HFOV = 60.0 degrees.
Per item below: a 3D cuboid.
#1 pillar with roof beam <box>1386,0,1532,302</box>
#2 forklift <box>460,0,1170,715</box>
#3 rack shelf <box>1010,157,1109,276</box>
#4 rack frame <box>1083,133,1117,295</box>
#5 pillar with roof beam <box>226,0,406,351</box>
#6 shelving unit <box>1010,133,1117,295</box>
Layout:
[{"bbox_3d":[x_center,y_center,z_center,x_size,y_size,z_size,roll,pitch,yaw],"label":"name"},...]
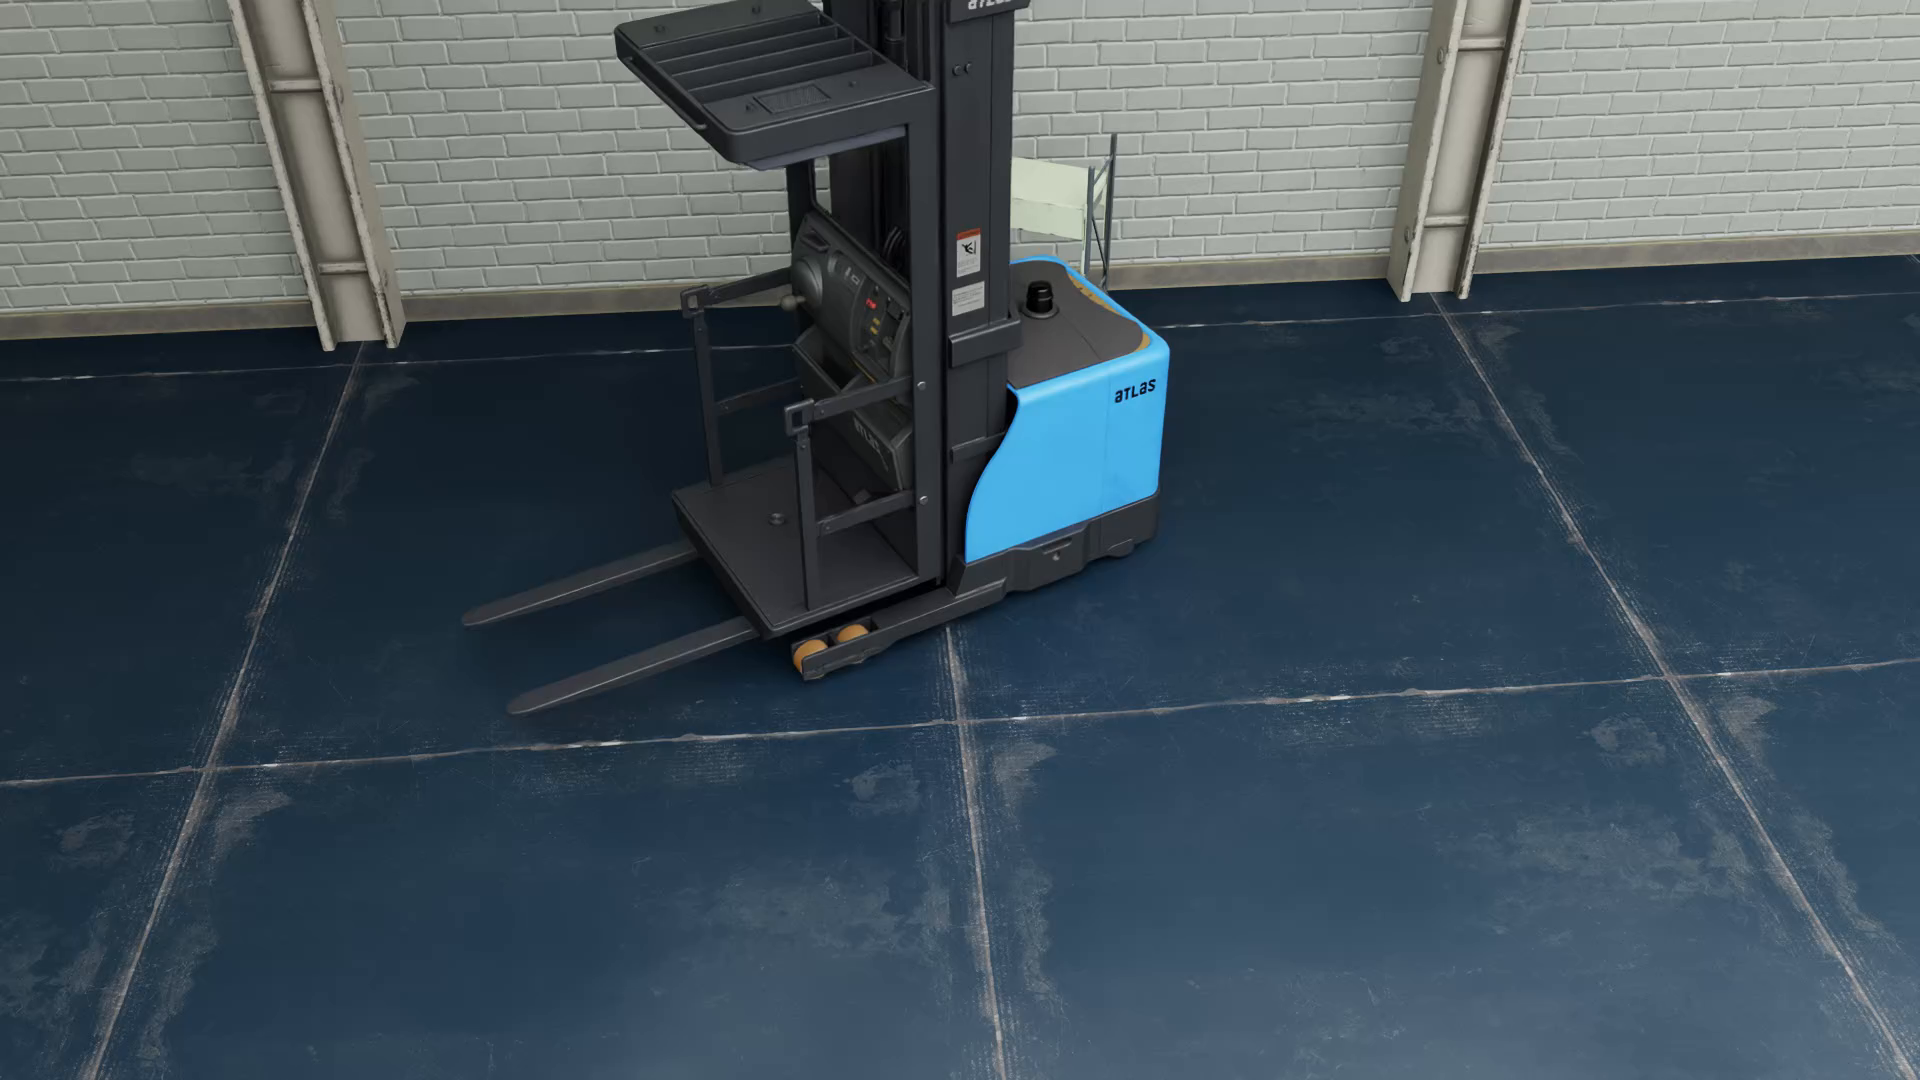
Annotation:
[{"bbox_3d":[3.073,-2.341,3.452,0.400,9.000,9.100,-3,38,-4],"label":"pillar with roof beam"},{"bbox_3d":[-0.620,-0.939,6.574,3.031,2.935,1.130,-20,42,-23],"label":"forklift"},{"bbox_3d":[0.309,-1.571,7.900,0.720,0.370,0.431,13,40,16],"label":"rack shelf"},{"bbox_3d":[0.652,-1.186,8.042,0.023,1.500,0.400,13,40,16],"label":"rack frame"},{"bbox_3d":[-2.903,-2.012,3.035,0.400,9.000,9.100,-3,38,-4],"label":"pillar with roof beam"},{"bbox_3d":[0.309,-1.264,8.142,0.755,1.500,0.431,13,40,16],"label":"shelving unit"}]
